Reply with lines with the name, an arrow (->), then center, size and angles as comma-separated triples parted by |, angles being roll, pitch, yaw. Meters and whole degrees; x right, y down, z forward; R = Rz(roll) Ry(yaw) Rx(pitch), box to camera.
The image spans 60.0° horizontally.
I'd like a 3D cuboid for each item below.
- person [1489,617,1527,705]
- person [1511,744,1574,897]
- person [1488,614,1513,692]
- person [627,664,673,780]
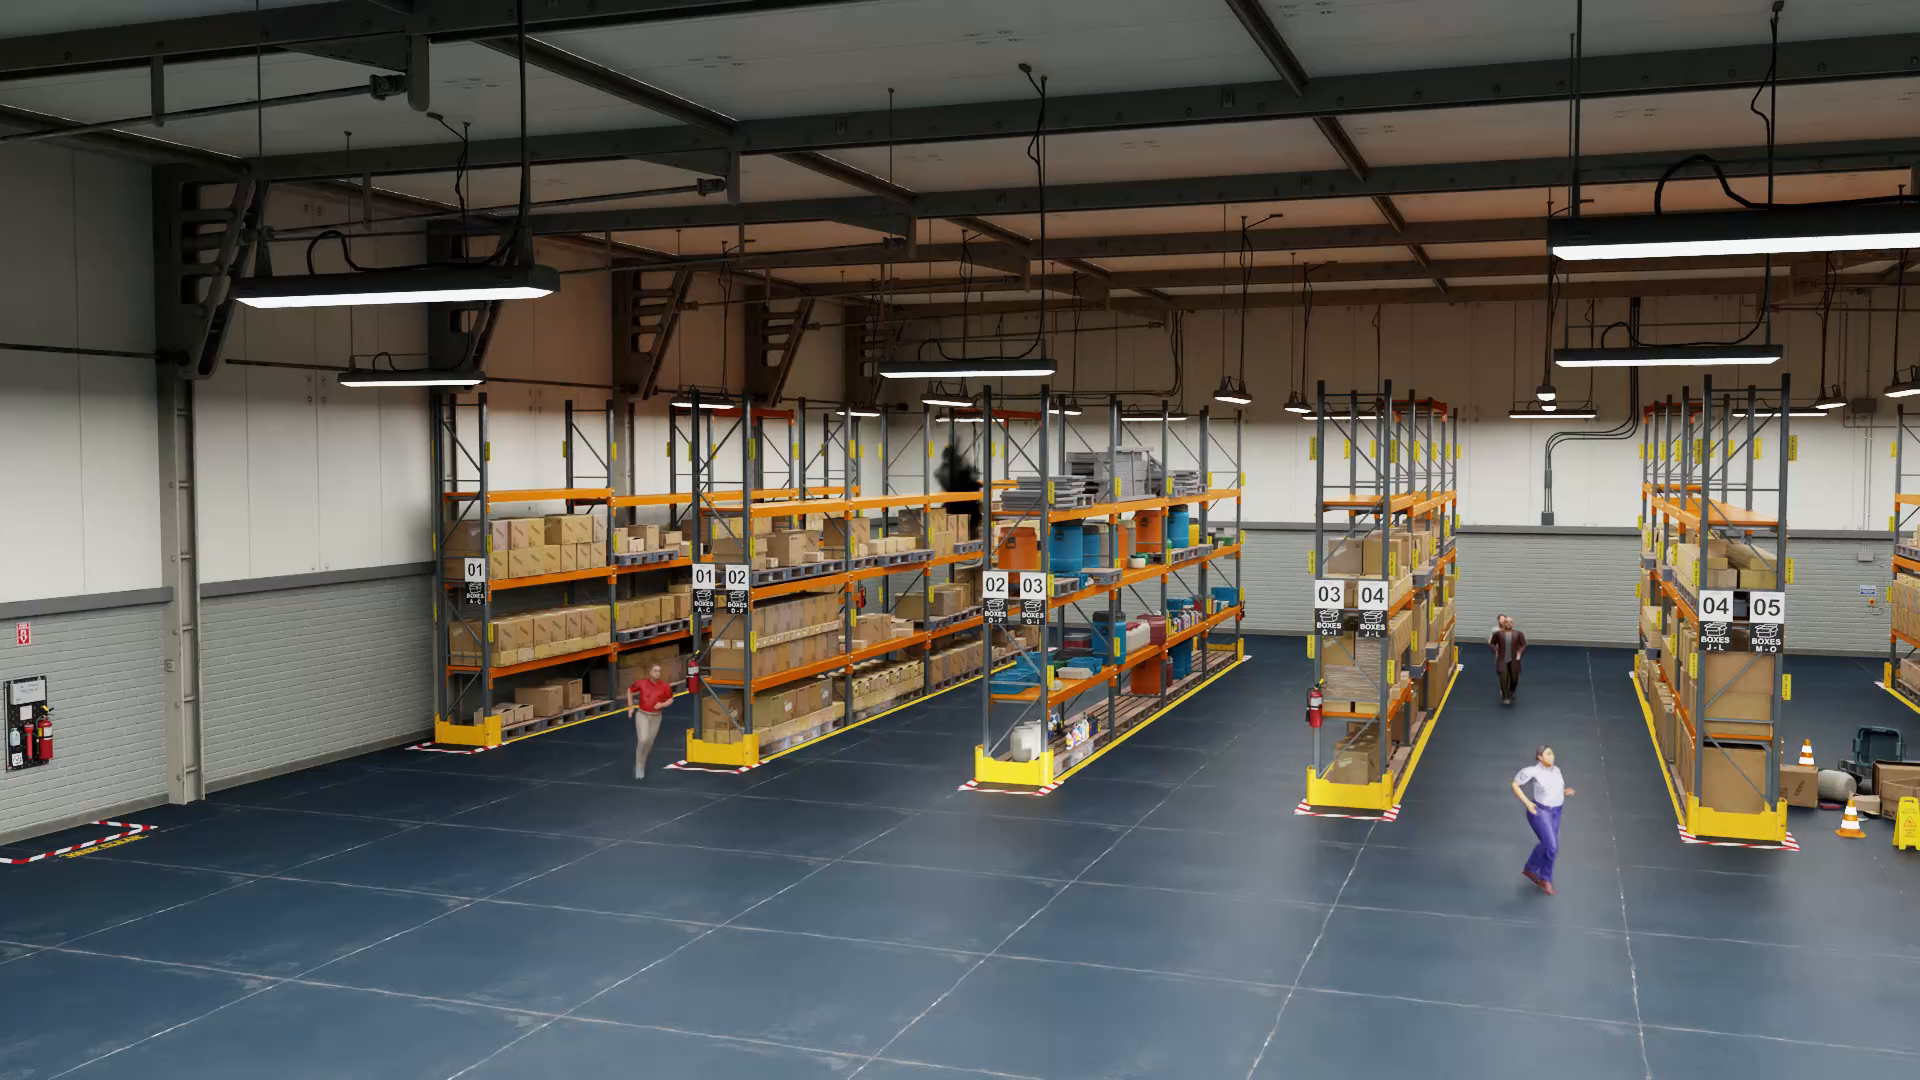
person -> 10.831, 2.385, 32.884 | 0.707, 1.724, 0.668 | 1, 3, 17
person -> 6.663, 3.180, 18.937 | 0.584, 1.706, 0.697 | -2, 4, -30
person -> 11.235, 2.349, 34.482 | 0.567, 1.632, 0.550 | 1, 3, 20
person -> -4.790, 2.787, 25.778 | 0.677, 1.729, 0.793 | -1, 3, -25
